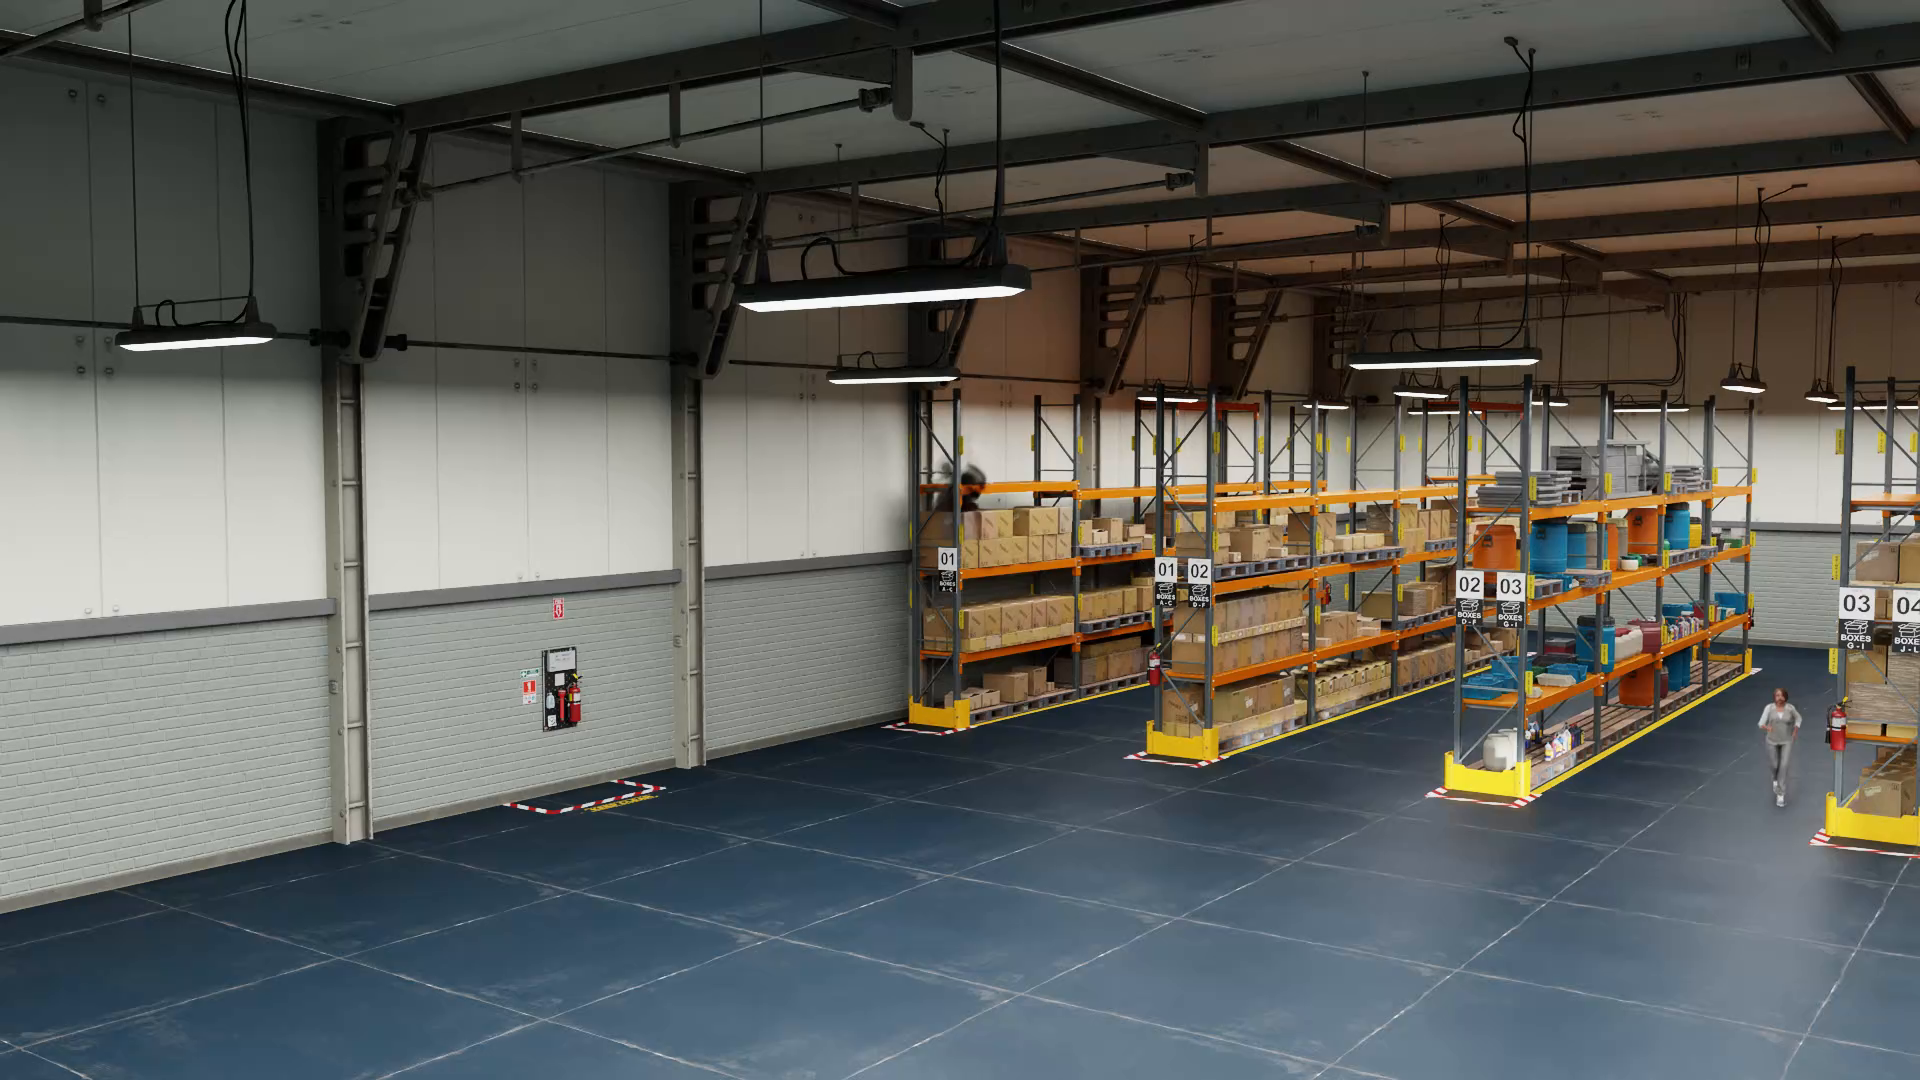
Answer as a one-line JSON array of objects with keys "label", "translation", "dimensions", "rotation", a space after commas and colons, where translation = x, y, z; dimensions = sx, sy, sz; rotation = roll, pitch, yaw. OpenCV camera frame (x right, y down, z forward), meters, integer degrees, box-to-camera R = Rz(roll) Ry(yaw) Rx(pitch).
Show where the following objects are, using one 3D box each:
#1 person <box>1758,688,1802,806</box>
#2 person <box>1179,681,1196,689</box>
[{"label": "person", "translation": [11.477, 2.860, 23.293], "dimensions": [0.540, 1.597, 0.879], "rotation": [2, 4, 28]}, {"label": "person", "translation": [4.356, 2.345, 31.485], "dimensions": [0.562, 1.721, 0.885], "rotation": [2, 4, 27]}]
